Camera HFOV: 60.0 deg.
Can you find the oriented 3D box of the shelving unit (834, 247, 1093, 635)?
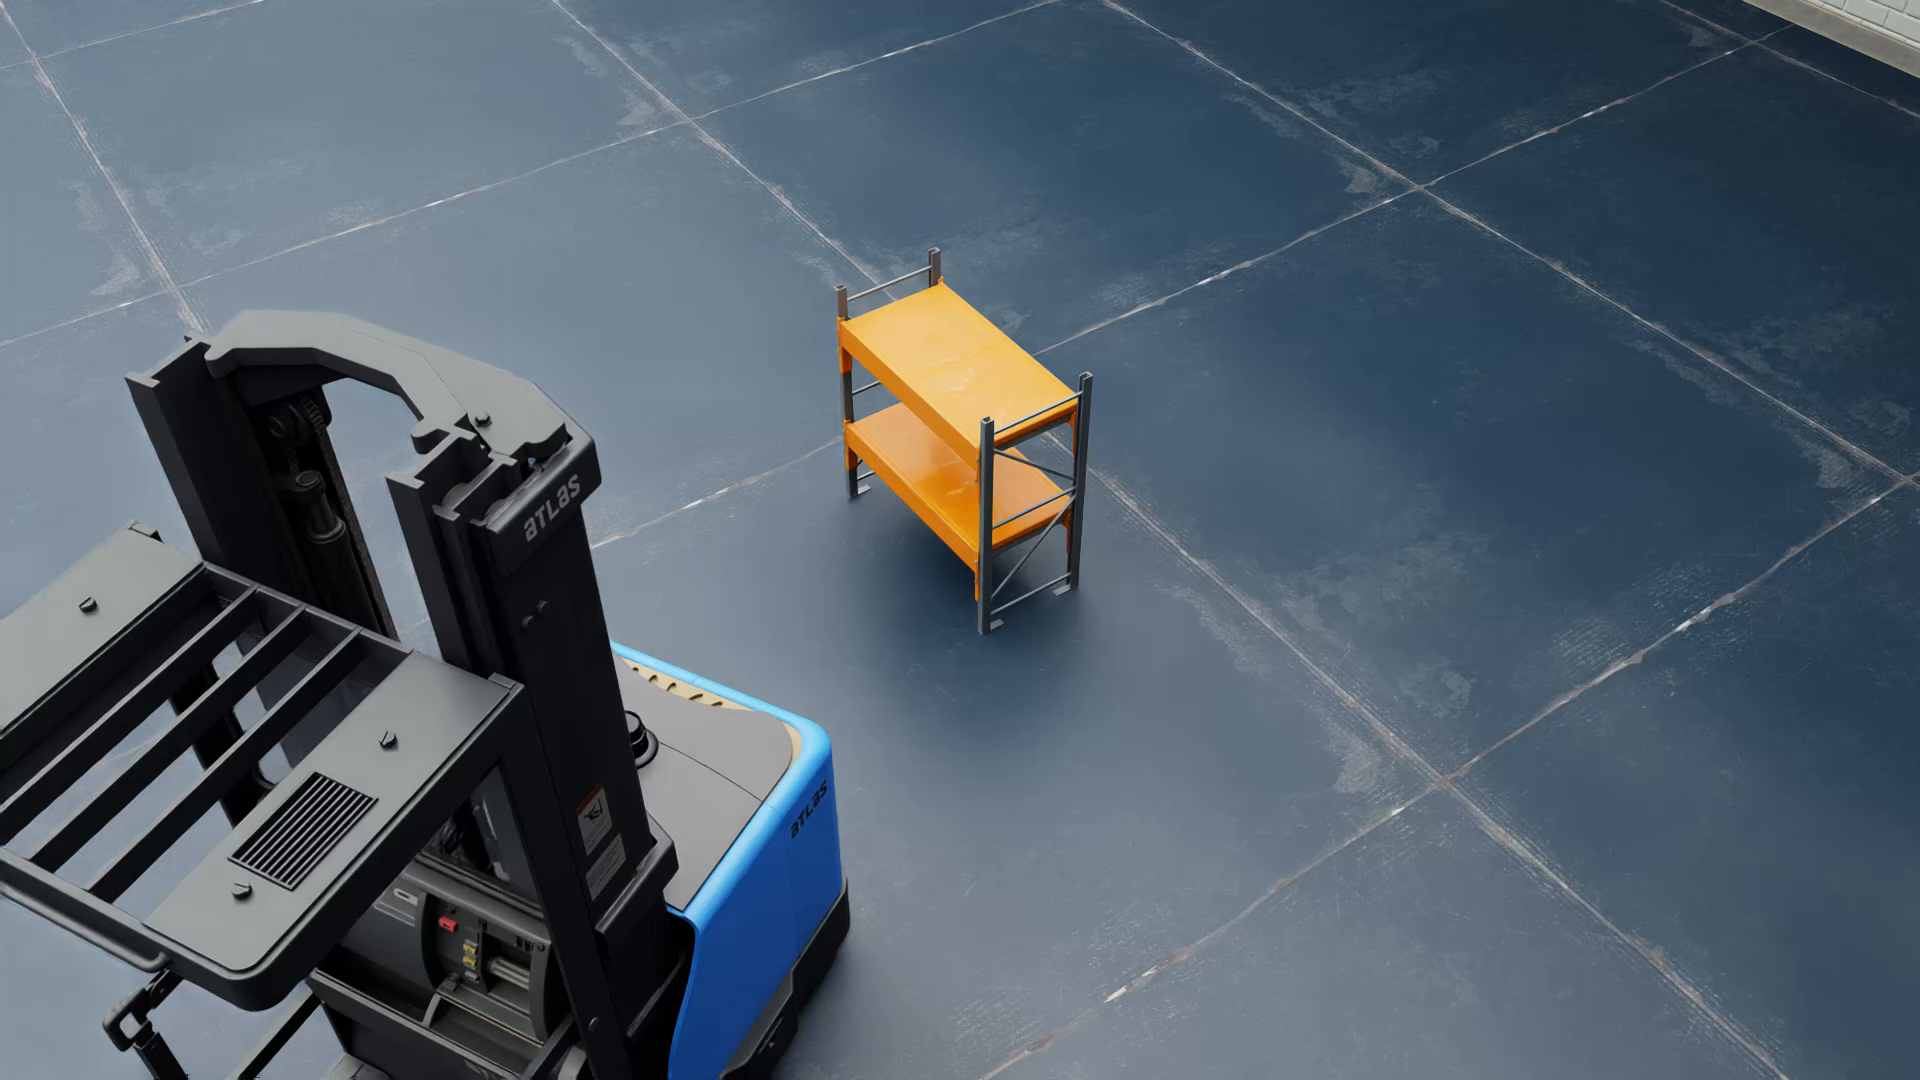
[{"bbox_3d":[-0.004,-0.411,6.857,0.538,1.125,1.048,-26,49,-24],"label":"shelving unit"}]

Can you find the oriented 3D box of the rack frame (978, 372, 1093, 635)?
[{"bbox_3d":[0.287,-0.123,6.555,0.500,1.125,0.032,-26,49,-24],"label":"rack frame"}]

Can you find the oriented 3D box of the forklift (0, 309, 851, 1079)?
[{"bbox_3d":[-1.493,1.053,4.015,1.130,2.935,3.031,19,47,19],"label":"forklift"}]

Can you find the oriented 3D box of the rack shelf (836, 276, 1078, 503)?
[{"bbox_3d":[-0.004,-0.622,6.654,0.538,0.278,1.000,-26,49,-24],"label":"rack shelf"}]

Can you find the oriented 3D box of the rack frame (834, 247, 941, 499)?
[{"bbox_3d":[-0.295,-0.699,7.158,0.500,1.125,0.032,-26,49,-24],"label":"rack frame"}]

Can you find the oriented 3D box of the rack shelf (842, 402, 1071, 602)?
[{"bbox_3d":[-0.004,-0.234,7.025,0.538,0.278,1.000,-26,49,-24],"label":"rack shelf"}]
